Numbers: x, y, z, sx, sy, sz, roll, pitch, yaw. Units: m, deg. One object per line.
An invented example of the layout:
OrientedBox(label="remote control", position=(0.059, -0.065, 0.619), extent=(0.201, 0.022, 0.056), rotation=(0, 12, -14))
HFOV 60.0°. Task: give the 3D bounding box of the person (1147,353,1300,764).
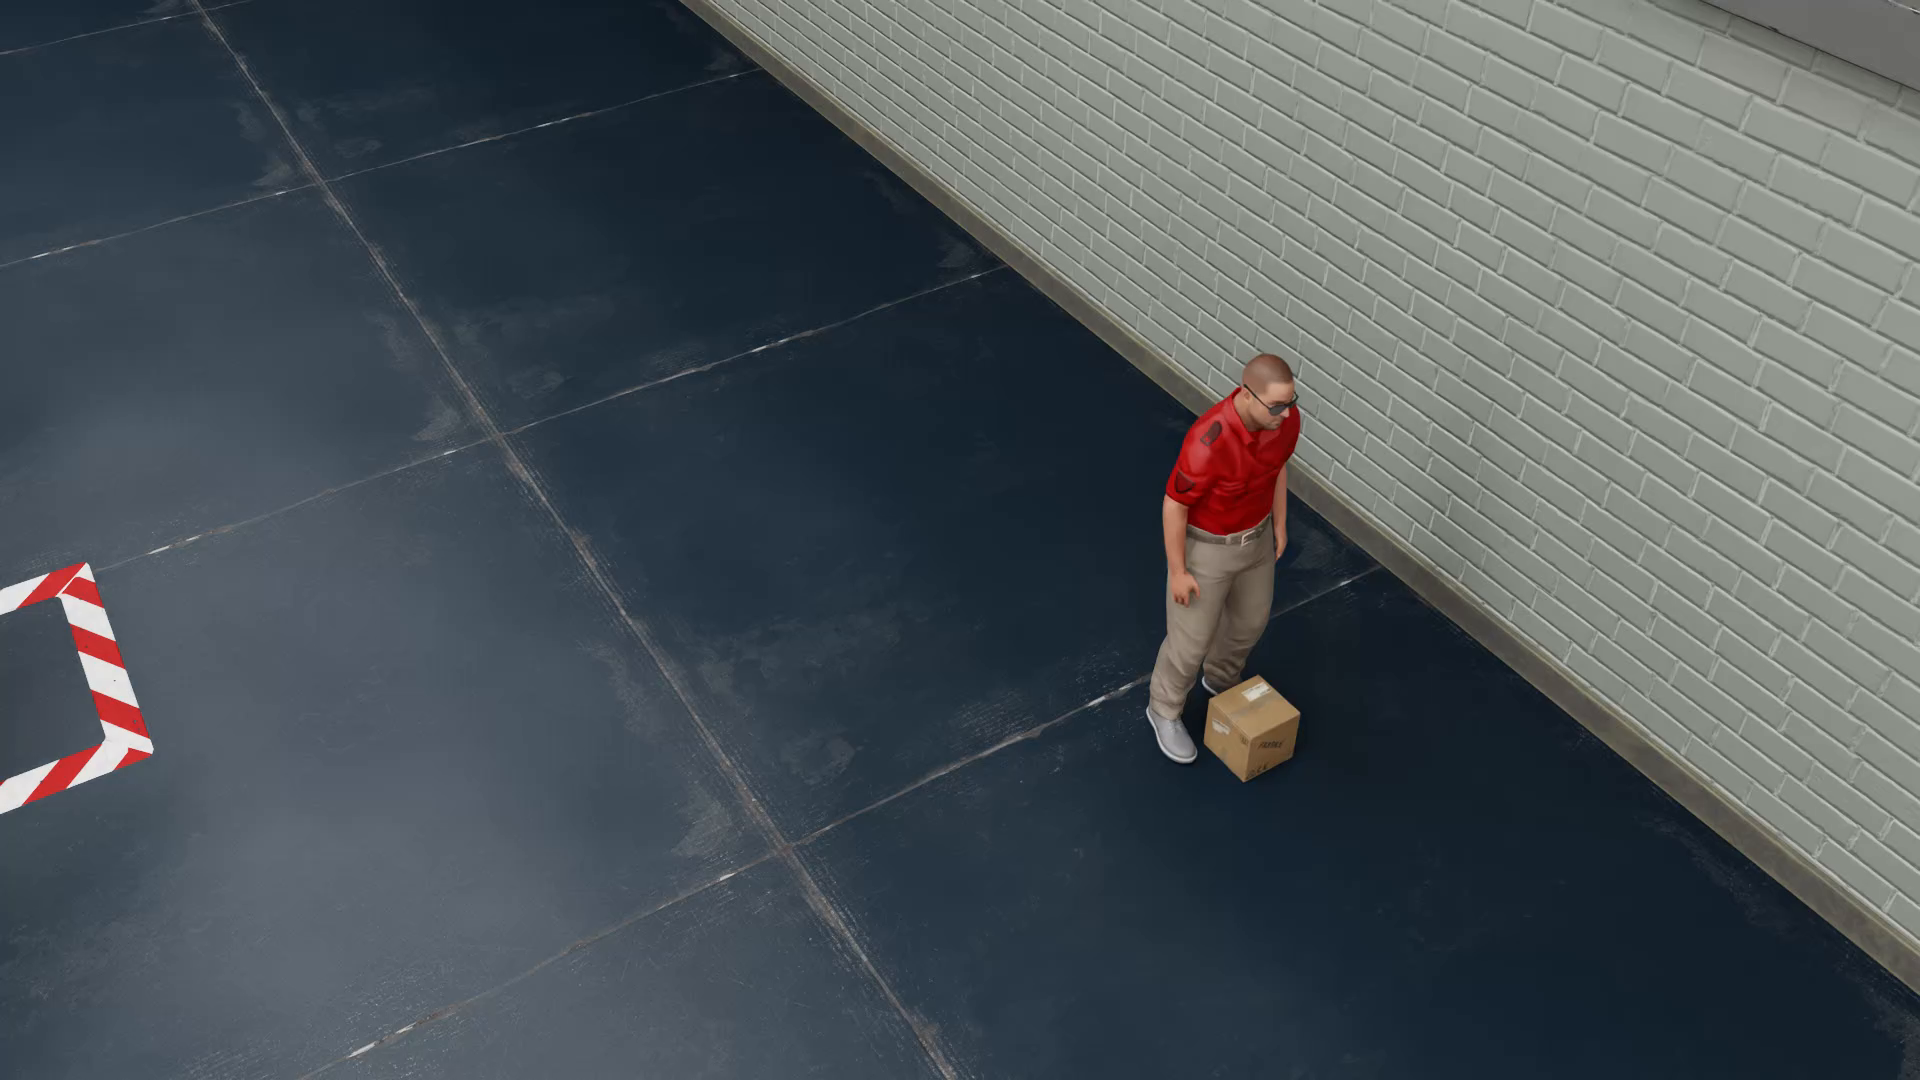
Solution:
OrientedBox(label="person", position=(0.986, 0.030, 6.133), extent=(0.584, 1.725, 0.393), rotation=(-24, 46, -26))
